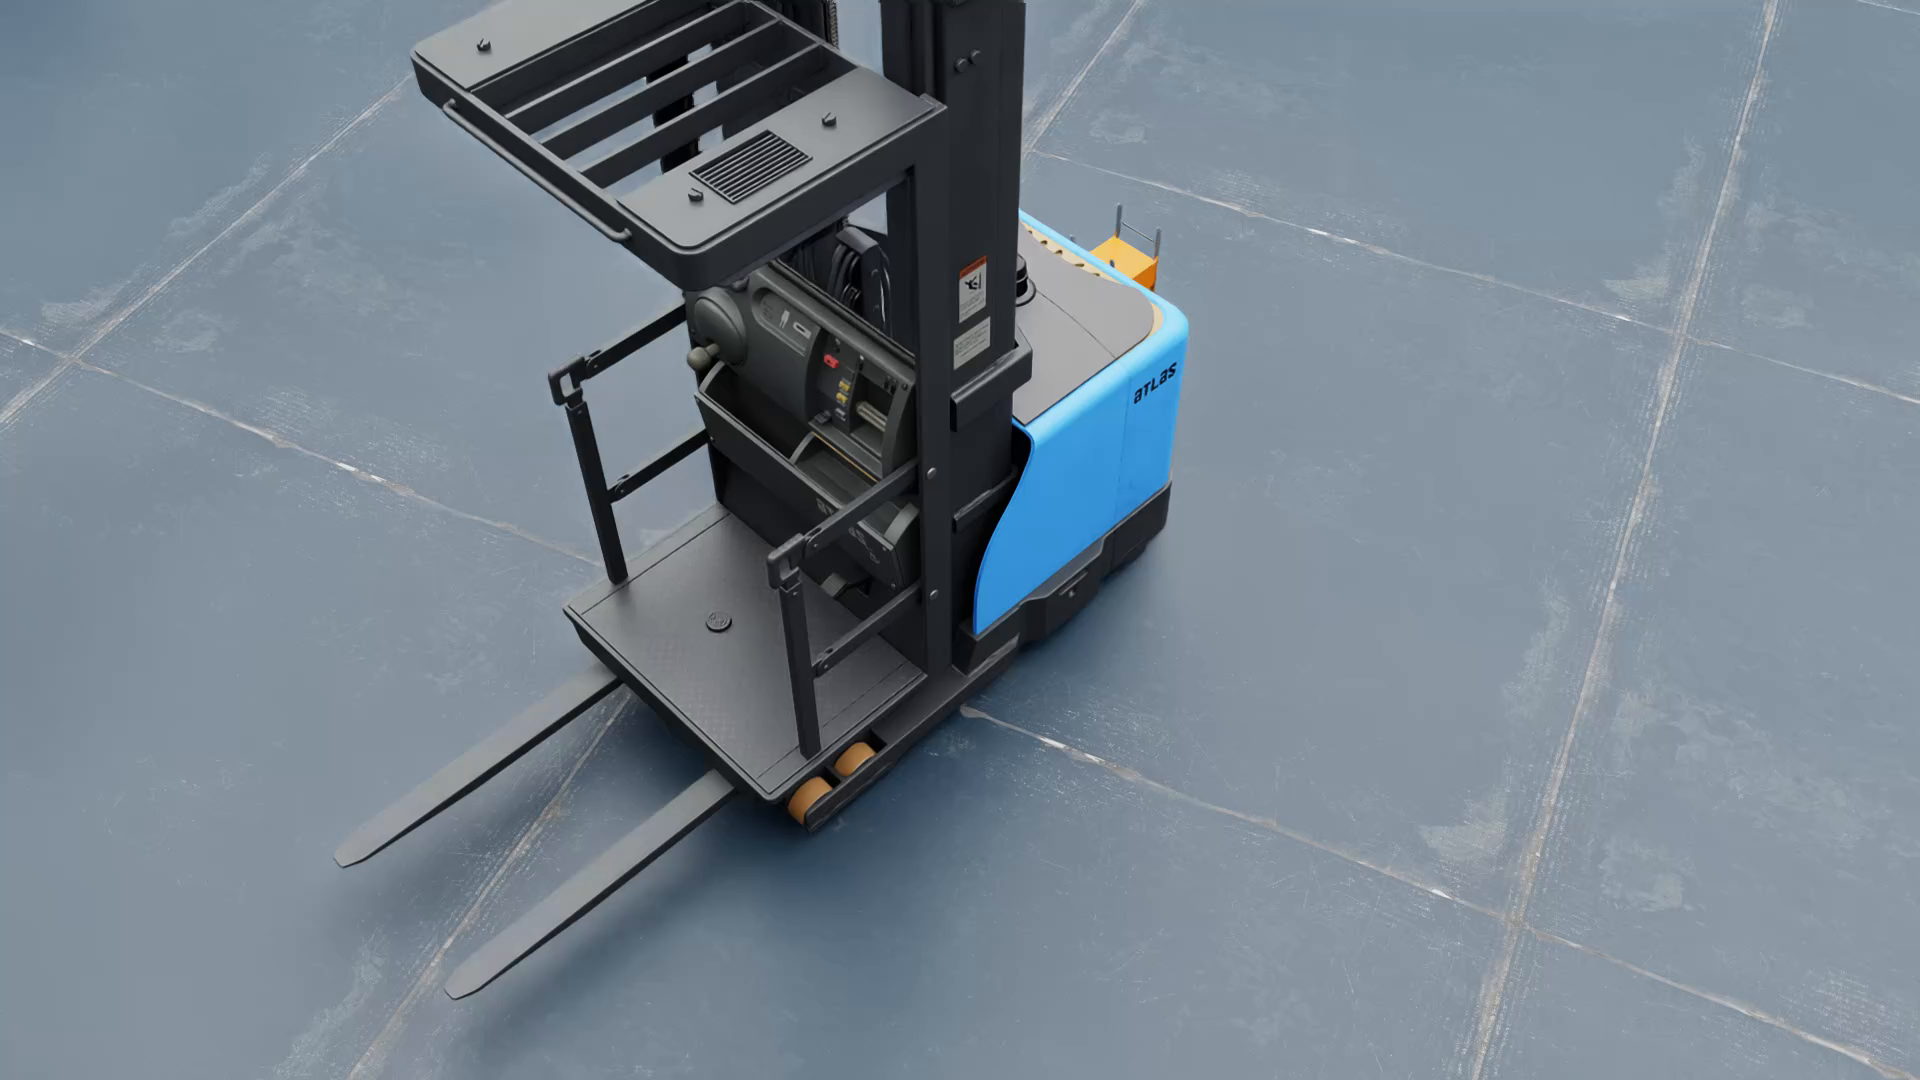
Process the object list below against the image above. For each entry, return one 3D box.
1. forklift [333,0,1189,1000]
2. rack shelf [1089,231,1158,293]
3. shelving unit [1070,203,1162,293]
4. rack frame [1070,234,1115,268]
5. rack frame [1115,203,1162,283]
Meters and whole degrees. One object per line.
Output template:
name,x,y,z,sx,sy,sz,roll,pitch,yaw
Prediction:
forklift,-0.628,-0.461,4.718,3.031,2.935,1.130,-37,59,-27
rack shelf,0.544,-0.908,5.975,0.240,0.259,0.215,-37,59,-27
shelving unit,0.544,-0.731,6.183,0.252,1.050,0.215,-37,59,-27
rack frame,0.457,-0.666,6.127,0.008,1.050,0.200,-37,59,-27
rack frame,0.631,-0.797,6.238,0.008,1.050,0.200,-37,59,-27
